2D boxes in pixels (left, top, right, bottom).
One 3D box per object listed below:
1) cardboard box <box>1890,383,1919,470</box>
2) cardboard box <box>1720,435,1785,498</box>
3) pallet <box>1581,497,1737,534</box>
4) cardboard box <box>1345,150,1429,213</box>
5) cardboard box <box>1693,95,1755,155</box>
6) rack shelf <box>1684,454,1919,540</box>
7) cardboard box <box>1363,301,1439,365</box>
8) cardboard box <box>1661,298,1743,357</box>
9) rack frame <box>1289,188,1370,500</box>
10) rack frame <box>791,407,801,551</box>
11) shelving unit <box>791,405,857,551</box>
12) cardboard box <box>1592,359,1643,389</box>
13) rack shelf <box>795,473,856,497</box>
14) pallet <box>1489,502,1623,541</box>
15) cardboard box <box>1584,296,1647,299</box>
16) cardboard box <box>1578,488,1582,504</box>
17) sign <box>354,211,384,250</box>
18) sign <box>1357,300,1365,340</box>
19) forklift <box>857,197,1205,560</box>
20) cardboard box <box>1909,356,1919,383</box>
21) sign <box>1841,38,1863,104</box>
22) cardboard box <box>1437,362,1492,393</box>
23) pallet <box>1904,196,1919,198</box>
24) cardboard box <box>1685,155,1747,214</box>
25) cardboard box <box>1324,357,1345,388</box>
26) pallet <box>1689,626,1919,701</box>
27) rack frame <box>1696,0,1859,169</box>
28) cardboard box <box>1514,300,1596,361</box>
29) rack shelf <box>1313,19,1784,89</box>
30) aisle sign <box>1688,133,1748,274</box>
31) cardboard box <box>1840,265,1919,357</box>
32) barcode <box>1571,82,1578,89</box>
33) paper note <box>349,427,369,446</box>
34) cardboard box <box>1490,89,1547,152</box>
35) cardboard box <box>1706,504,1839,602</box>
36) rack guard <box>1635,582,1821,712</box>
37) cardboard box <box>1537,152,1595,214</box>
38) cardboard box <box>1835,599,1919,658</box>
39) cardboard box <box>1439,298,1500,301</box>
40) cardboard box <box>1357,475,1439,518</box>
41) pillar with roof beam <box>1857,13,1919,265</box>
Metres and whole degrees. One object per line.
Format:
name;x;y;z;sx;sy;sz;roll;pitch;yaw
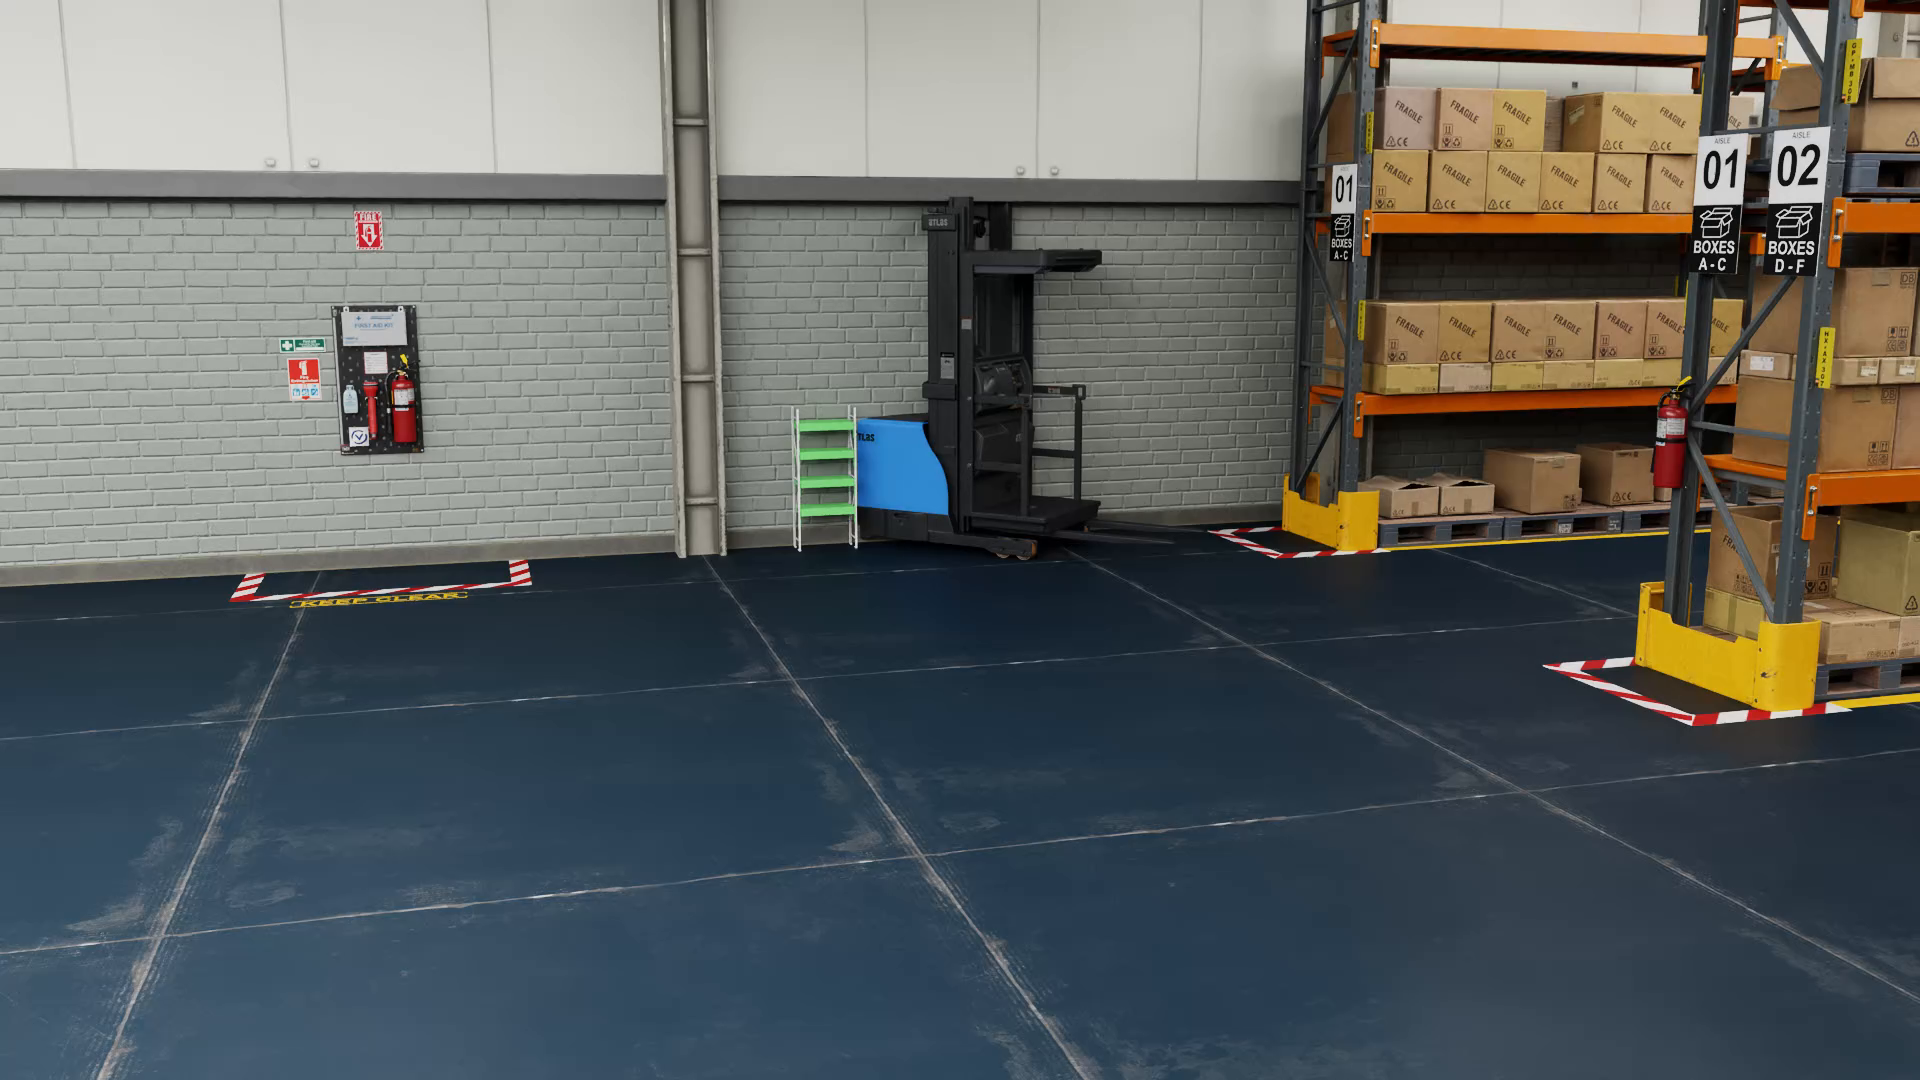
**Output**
cardboard box;5.502;-0.720;9.894;0.500;0.500;0.700;-3;11;-14
cardboard box;7.702;-0.712;15.819;0.500;0.500;0.700;-3;11;-14
pallet;6.364;-0.273;15.449;1.213;0.211;1.003;-3;11;-16
cardboard box;3.550;-2.990;13.888;0.500;0.500;0.500;-3;11;-14
cardboard box;6.594;-3.638;14.648;0.500;0.500;0.500;-4;11;-21
rack shelf;6.467;-0.369;10.253;4.000;0.370;1.077;-3;11;-16
cardboard box;3.701;-1.759;14.106;0.500;0.500;0.500;-3;11;-16
cardboard box;6.632;-1.912;14.936;0.500;0.500;0.500;-3;11;-16
rack frame;3.159;-1.483;14.315;0.127;3.000;1.000;-3;11;-16
rack frame;-1.383;-0.515;14.033;0.015;1.200;0.240;-3;11;-17
shelving unit;-1.150;-0.528;14.102;0.503;1.200;0.258;-3;11;-17
cardboard box;5.670;-1.492;14.728;0.500;0.250;0.500;-3;11;-16
rack shelf;-1.150;-0.465;14.114;0.480;0.148;0.258;-3;11;-17
pallet;5.191;-0.211;15.110;1.213;0.211;1.003;-3;11;-16
cardboard box;5.992;-1.977;15.288;0.500;0.500;0.500;-3;11;-16
cardboard box;5.458;-0.422;15.212;0.250;0.149;0.380;-4;11;-21
sign;-4.591;-2.403;12.913;0.199;0.298;0.001;-3;11;-16
sign;3.311;-1.814;13.724;0.005;0.325;0.100;-3;11;-16
forklift;0.545;-1.385;13.973;3.031;2.935;1.130;6;12;29
cardboard box;5.477;-0.998;9.617;0.250;0.149;0.380;-3;11;-16
sign;4.696;-2.469;8.755;0.005;0.325;0.100;-3;11;-16
cardboard box;4.211;-1.417;14.317;0.500;0.250;0.500;-3;11;-18
pallet;6.407;-2.147;9.883;1.213;0.211;1.003;-3;11;-16
cardboard box;6.581;-3.151;14.759;0.500;0.500;0.500;-3;11;-14
cardboard box;3.553;-1.476;14.638;0.500;0.250;0.500;-3;11;-15
pallet;5.270;0.704;10.140;1.213;0.211;1.003;-3;11;-16
rack frame;4.547;-3.572;9.095;0.127;3.000;1.000;-3;11;-16
cardboard box;5.169;-1.836;14.522;0.500;0.500;0.500;-3;11;-14
rack shelf;5.079;-4.179;14.387;4.000;0.370;1.077;-3;11;-16
aisle sign;4.402;-1.948;9.662;0.004;0.787;0.394;-3;11;-16
cardboard box;5.553;-1.360;9.792;0.500;0.500;0.700;-3;11;-17
barcode;5.545;-4.099;14.995;0.075;0.075;0.001;-3;11;-16
paper note;-4.744;-0.816;13.128;0.142;0.148;0.016;-3;11;-16
cardboard box;4.581;-3.530;14.060;0.500;0.500;0.500;-3;11;-14
cardboard box;4.979;0.076;10.210;0.500;0.500;0.500;-3;11;-16
rack guard;4.524;0.609;9.858;0.348;0.500;1.175;-3;11;-16
cardboard box;5.081;-3.069;14.316;0.500;0.500;0.500;-2;11;-12
cardboard box;5.603;0.510;9.927;0.500;0.250;0.500;-3;11;-16
cardboard box;4.533;-1.899;14.864;0.500;0.500;0.500;-3;11;-18
cardboard box;3.848;-0.396;14.624;0.500;0.311;0.500;-4;11;-22
pillar with roof beam;10.553;-4.174;12.365;0.400;9.000;9.100;-3;11;-16
